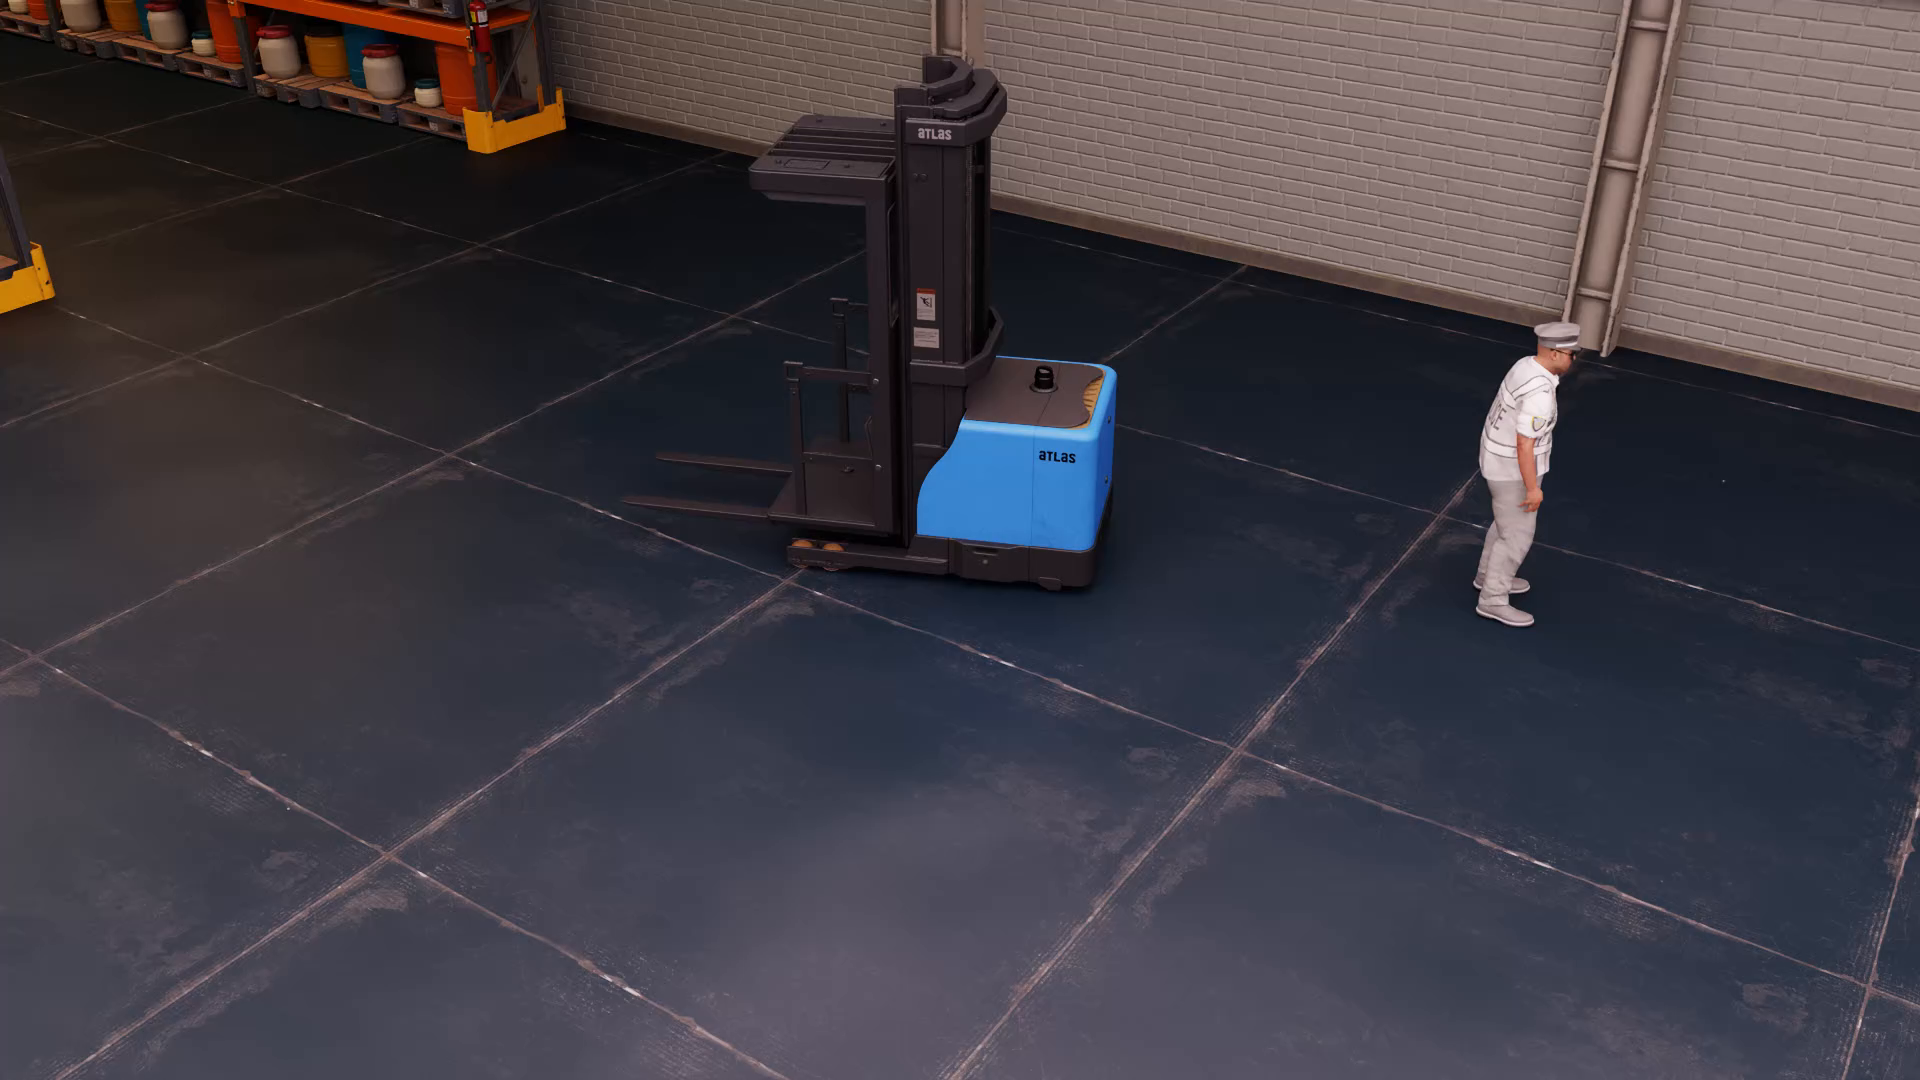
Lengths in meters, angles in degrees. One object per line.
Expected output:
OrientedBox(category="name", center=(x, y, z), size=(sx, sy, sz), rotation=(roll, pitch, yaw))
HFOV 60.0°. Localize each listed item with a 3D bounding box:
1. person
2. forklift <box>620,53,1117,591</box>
OrientedBox(category="person", center=(3.174, -0.407, 9.457), size=(0.432, 1.750, 0.603), rotation=(6, 31, 10))
OrientedBox(category="forklift", center=(-0.596, -1.330, 9.871), size=(3.031, 2.935, 1.130), rotation=(6, 31, 10))
